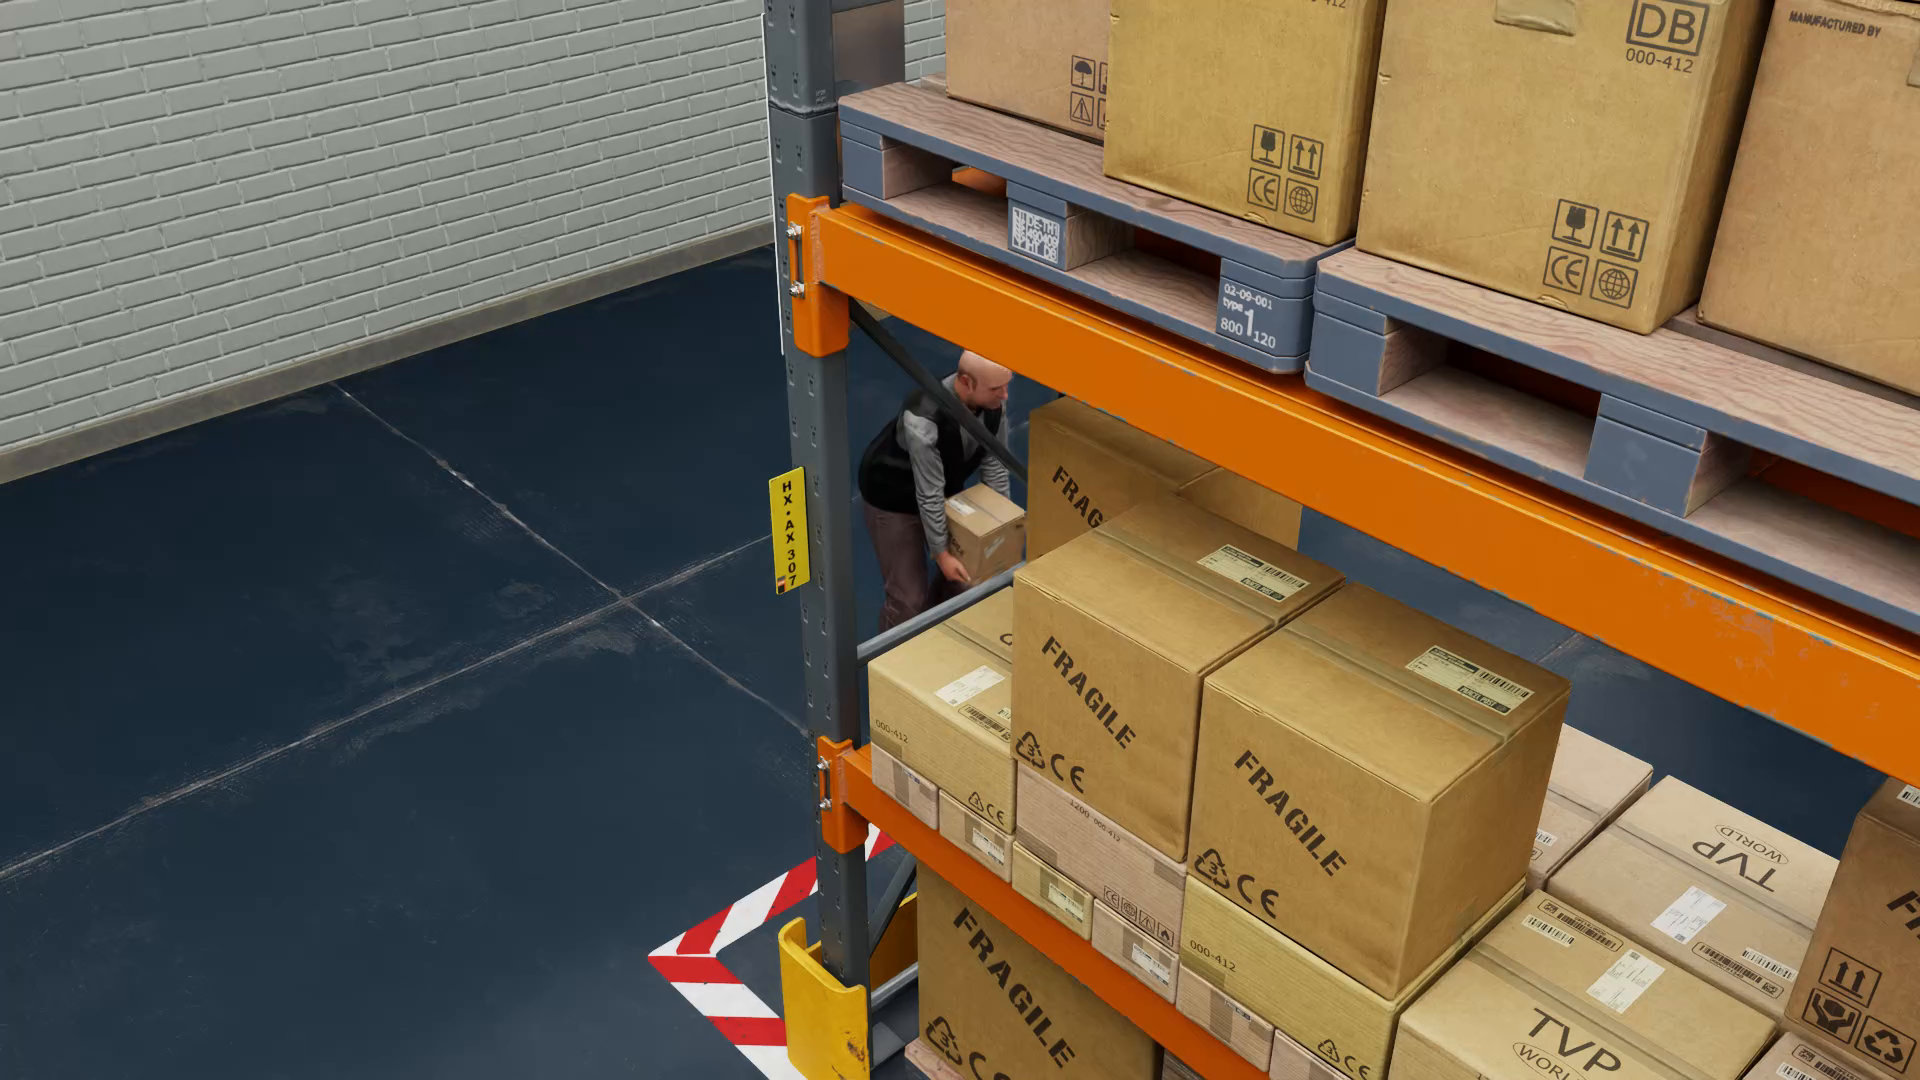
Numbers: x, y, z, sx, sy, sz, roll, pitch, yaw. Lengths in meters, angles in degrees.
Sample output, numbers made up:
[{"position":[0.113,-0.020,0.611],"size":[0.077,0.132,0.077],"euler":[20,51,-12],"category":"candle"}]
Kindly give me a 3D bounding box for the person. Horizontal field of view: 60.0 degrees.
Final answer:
[{"position":[-0.068,-0.088,6.411],"size":[0.475,1.615,0.646],"euler":[-27,40,-36],"category":"person"}]
